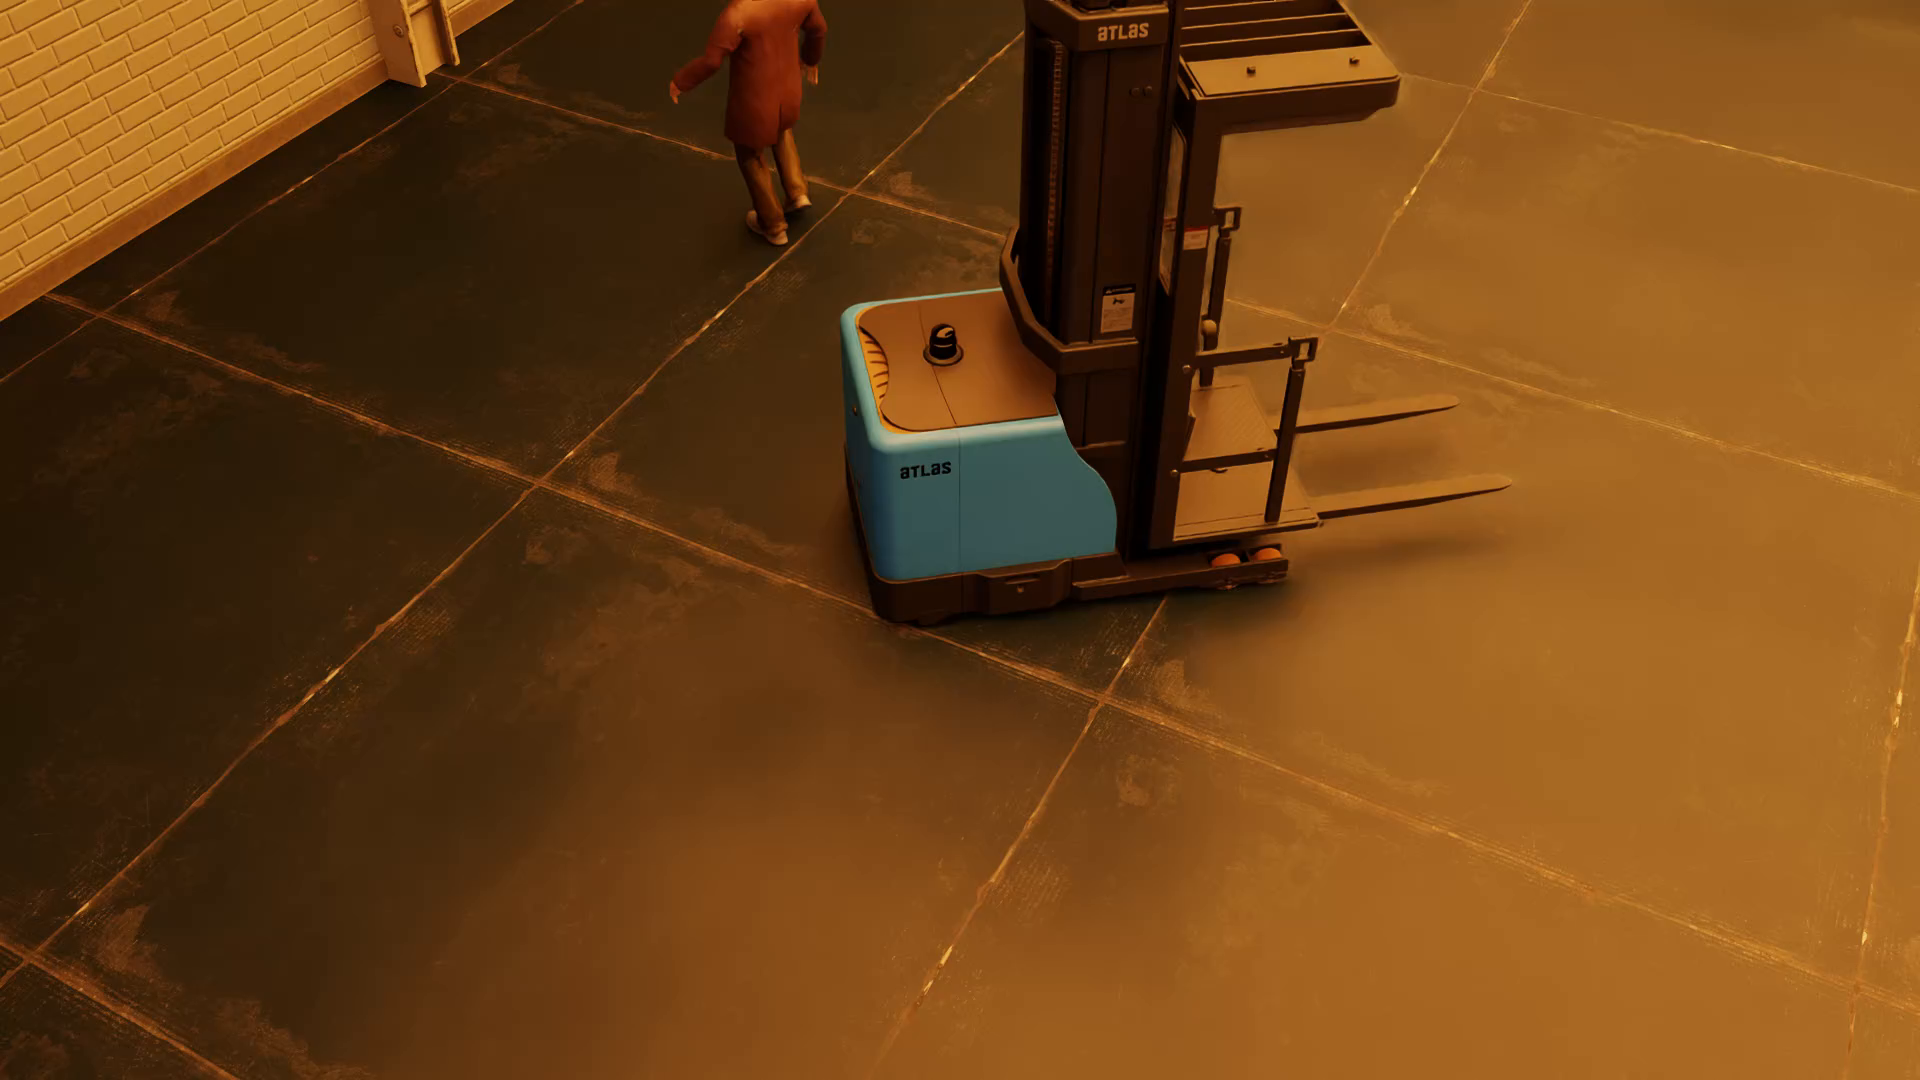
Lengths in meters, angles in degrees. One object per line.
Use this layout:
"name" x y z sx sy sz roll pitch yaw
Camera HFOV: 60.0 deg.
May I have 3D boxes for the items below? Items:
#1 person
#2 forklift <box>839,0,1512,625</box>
"person" -1.116 -2.443 9.137 0.917 1.792 0.486 -25 49 -24
"forklift" 1.025 -1.193 6.920 3.031 2.935 1.130 -8 44 -8
